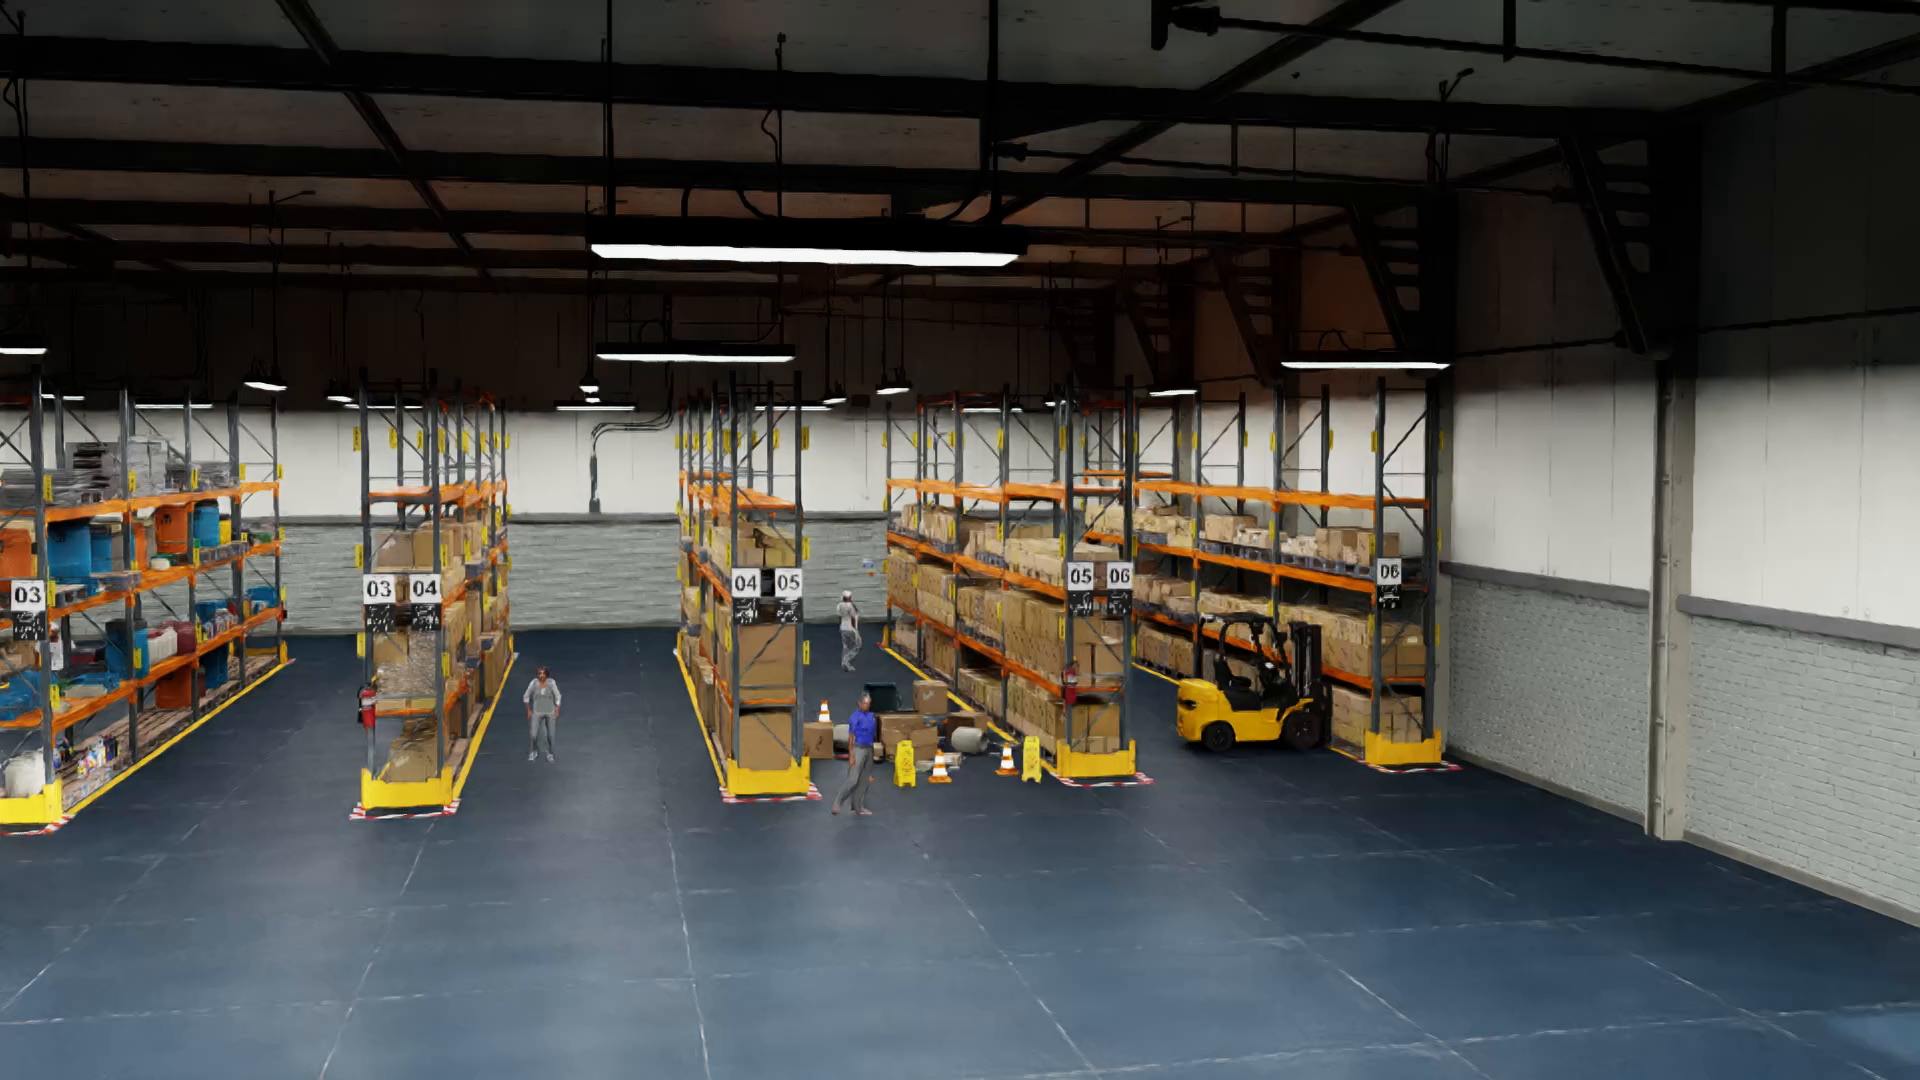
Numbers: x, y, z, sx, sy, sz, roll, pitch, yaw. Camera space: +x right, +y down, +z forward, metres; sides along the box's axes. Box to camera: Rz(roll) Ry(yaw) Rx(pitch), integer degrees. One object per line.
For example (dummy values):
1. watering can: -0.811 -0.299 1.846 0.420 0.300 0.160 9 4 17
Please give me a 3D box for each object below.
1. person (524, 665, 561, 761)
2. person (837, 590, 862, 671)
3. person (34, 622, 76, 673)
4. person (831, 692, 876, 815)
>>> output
1. person: -6.500 2.697 25.895 0.566 1.541 0.519 -1 4 -14
2. person: -2.422 1.964 36.065 0.446 1.780 0.605 -3 4 -39
3. person: -16.575 2.341 30.458 0.719 1.714 0.578 -1 4 -14
4. person: -1.417 2.856 22.180 0.480 1.647 0.624 3 4 37
